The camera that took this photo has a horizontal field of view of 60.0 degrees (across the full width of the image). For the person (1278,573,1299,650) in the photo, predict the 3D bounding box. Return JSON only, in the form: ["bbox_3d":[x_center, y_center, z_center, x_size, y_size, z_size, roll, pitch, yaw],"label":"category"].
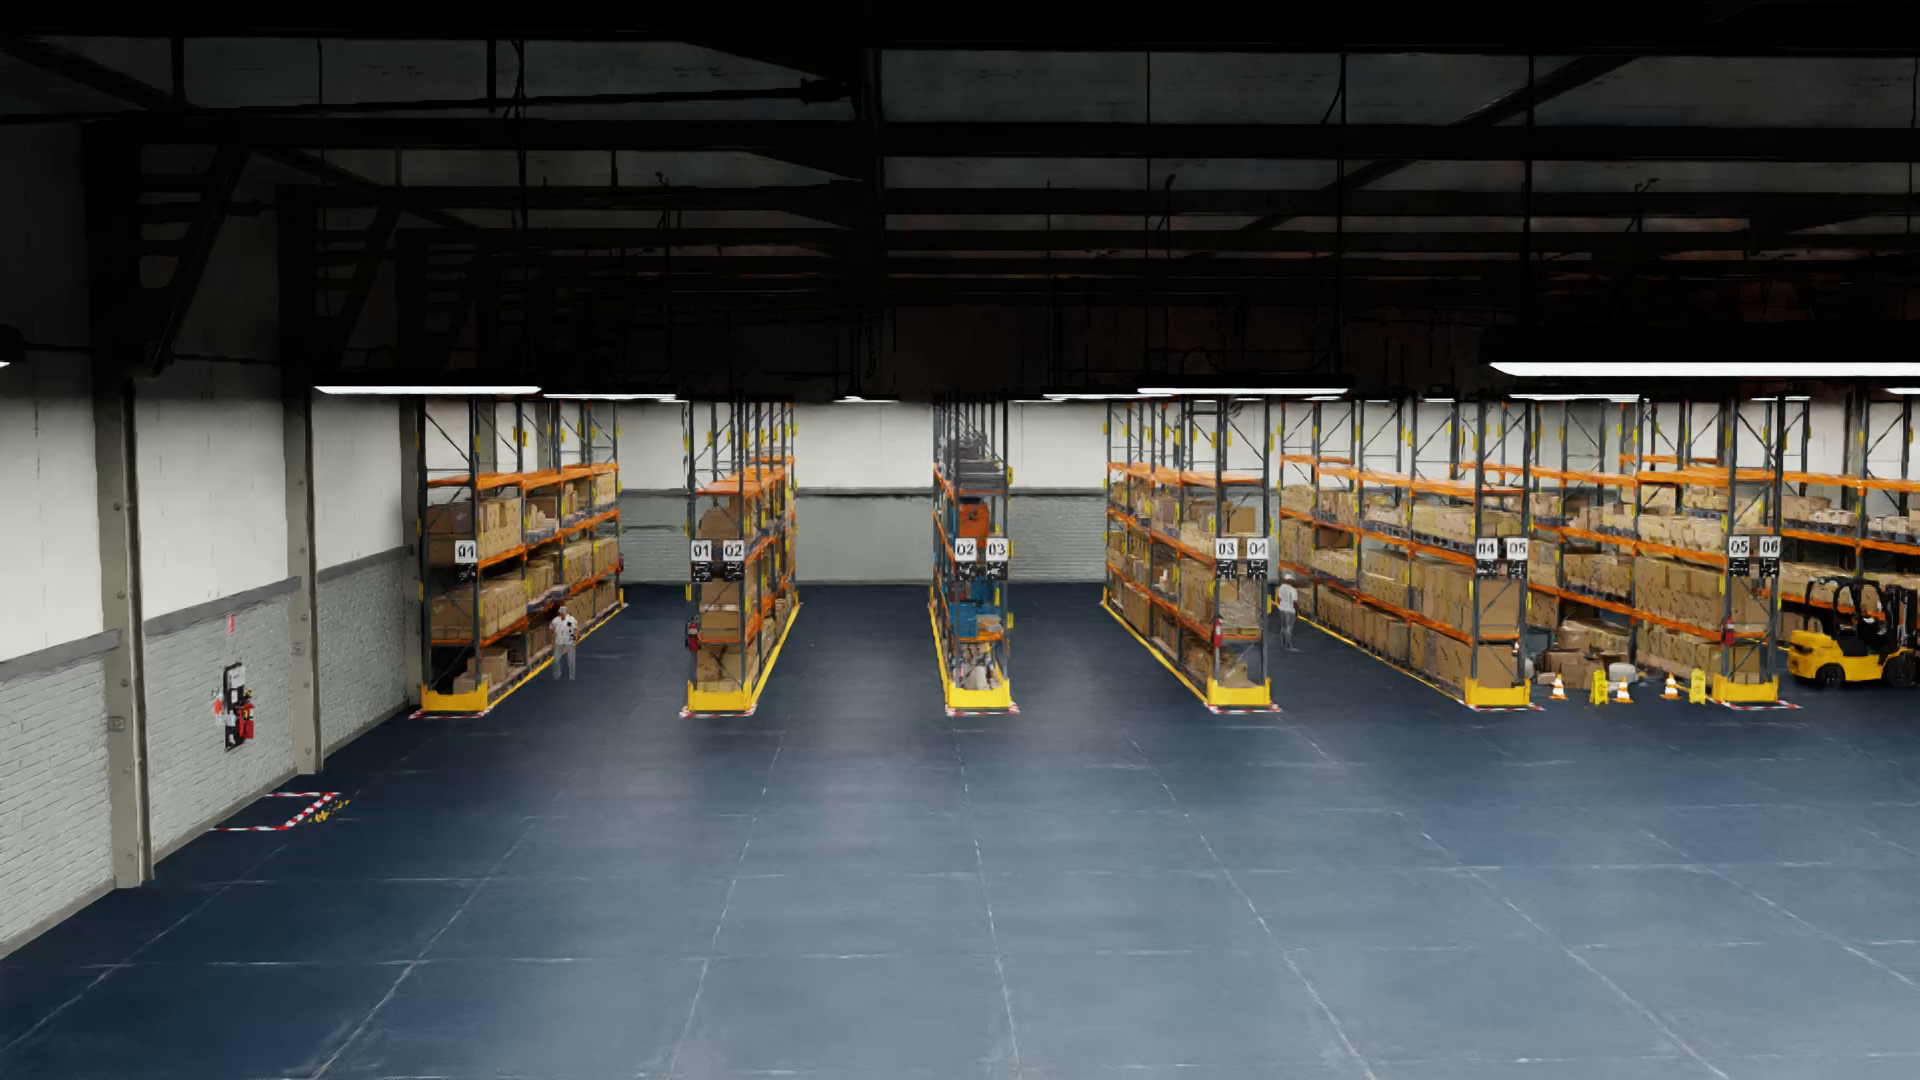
[{"bbox_3d":[7.698,1.660,38.763,0.463,1.772,0.603,-3,5,-31],"label":"person"}]

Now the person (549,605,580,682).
[{"bbox_3d":[-8.161,2.132,34.287,0.625,1.611,0.582,0,5,-5],"label":"person"}]

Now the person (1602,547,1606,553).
[{"bbox_3d":[18.055,1.042,46.770,0.480,1.719,0.618,-1,5,-6],"label":"person"}]
